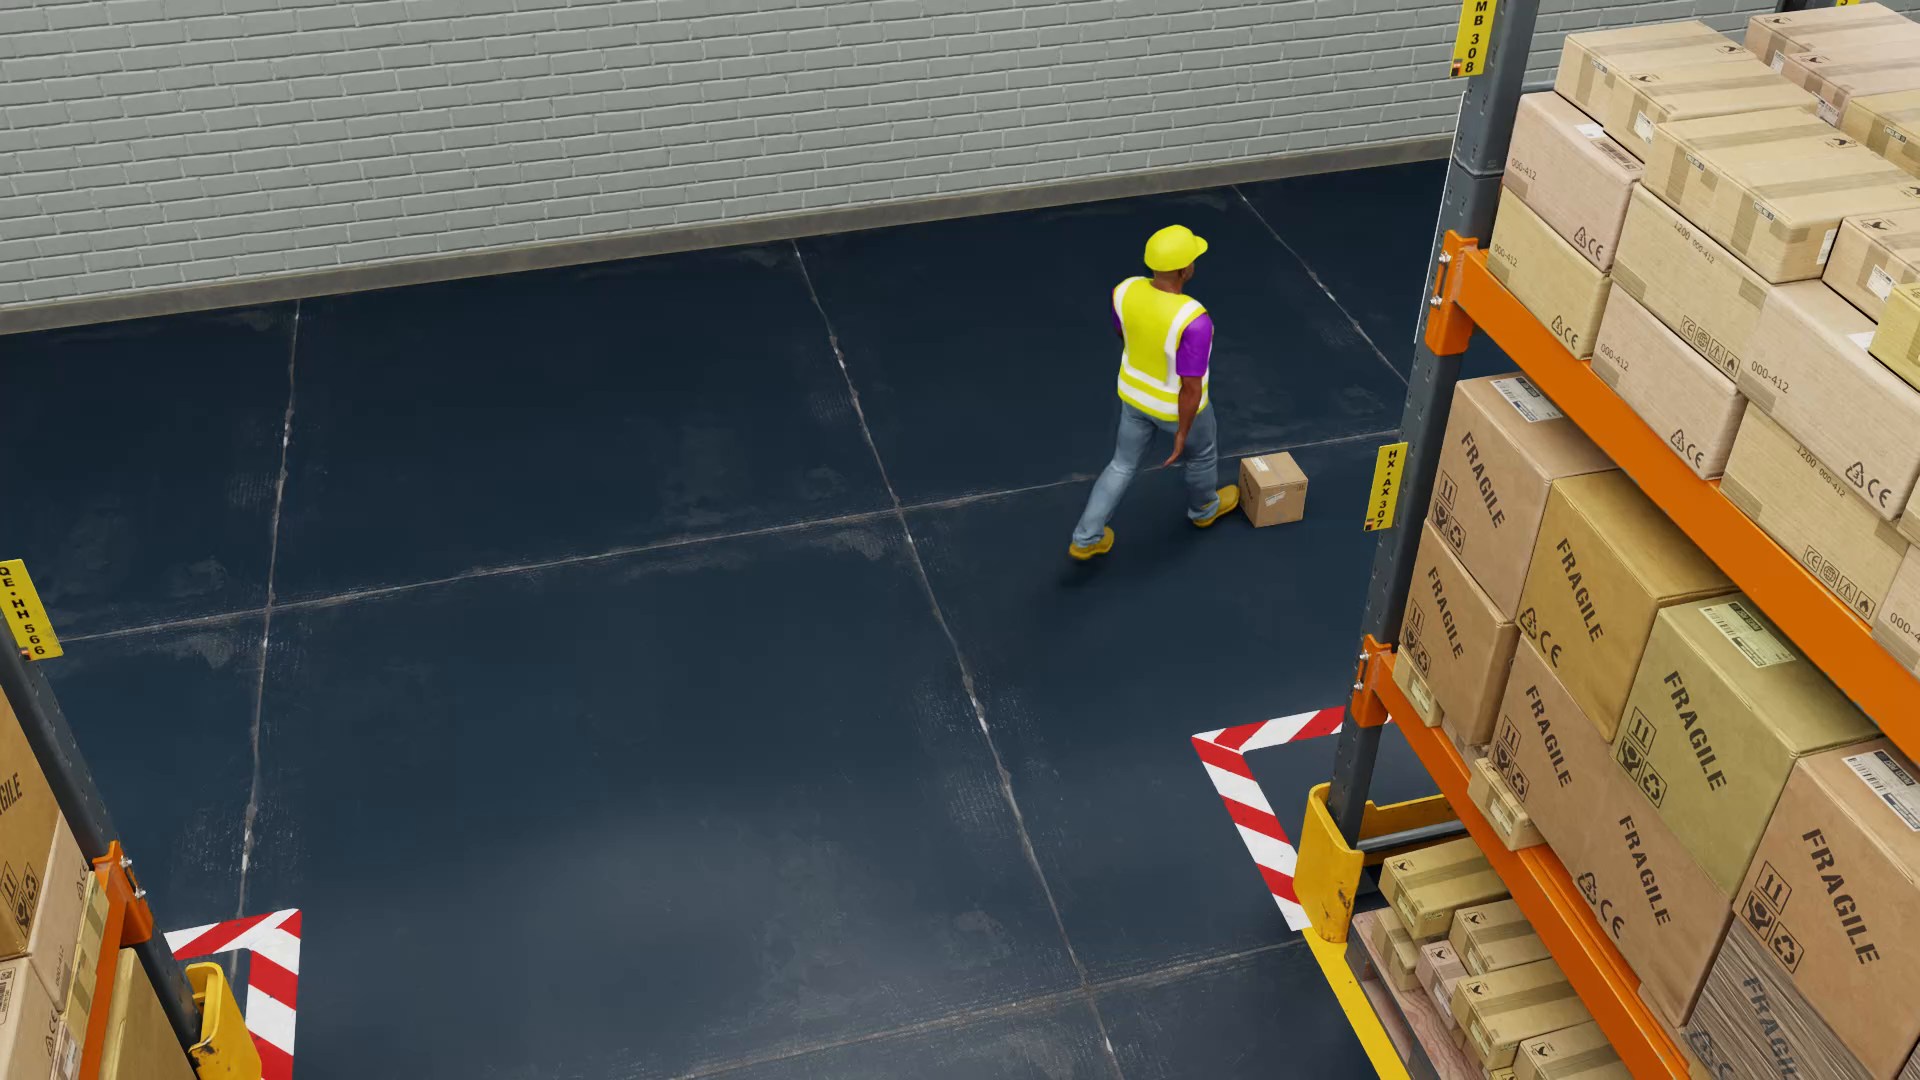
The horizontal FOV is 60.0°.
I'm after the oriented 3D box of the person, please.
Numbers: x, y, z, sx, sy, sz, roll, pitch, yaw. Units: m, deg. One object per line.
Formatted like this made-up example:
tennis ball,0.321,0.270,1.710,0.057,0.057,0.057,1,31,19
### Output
person,0.953,-0.686,7.587,0.581,1.725,1.012,29,46,32
